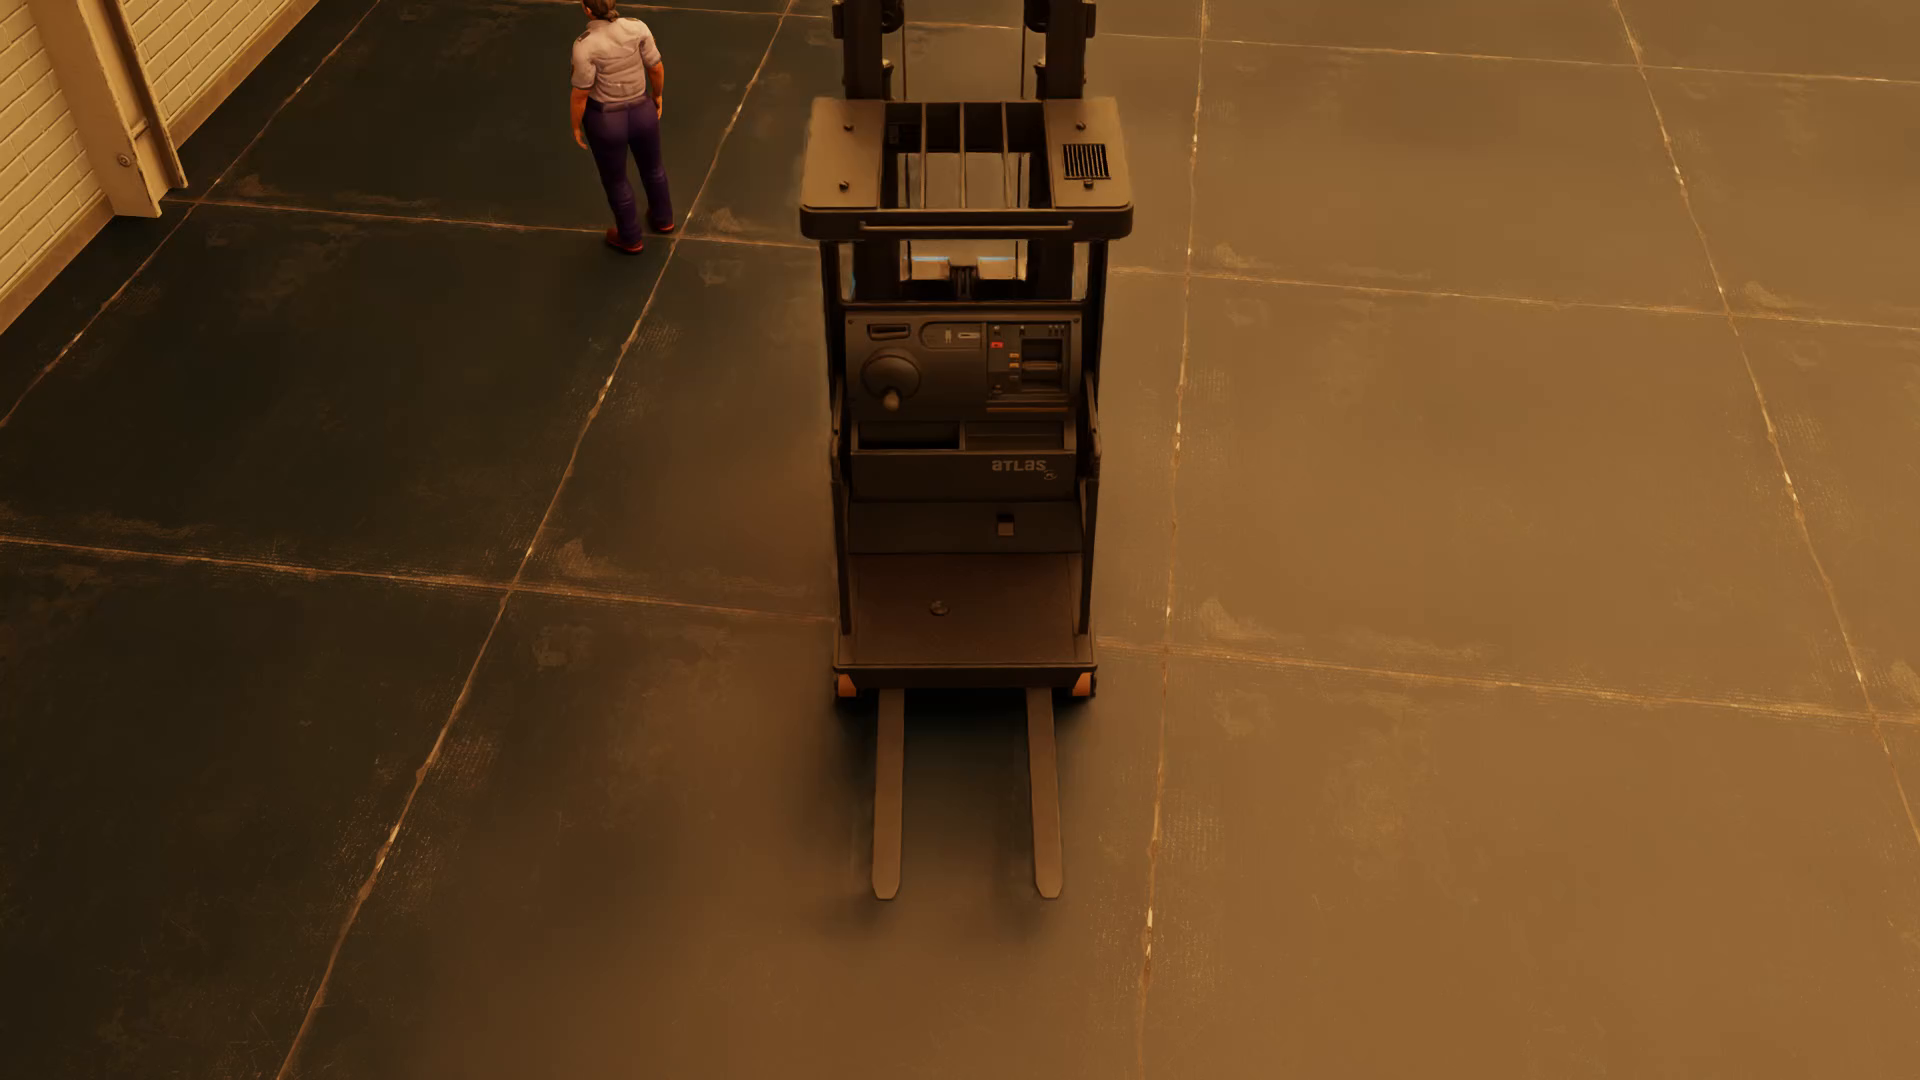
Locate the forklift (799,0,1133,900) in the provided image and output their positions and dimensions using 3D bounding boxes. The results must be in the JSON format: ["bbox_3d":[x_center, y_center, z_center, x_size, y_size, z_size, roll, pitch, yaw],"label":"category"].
[{"bbox_3d":[0.017,-0.618,6.397,1.130,2.935,3.031,0,43,0],"label":"forklift"}]

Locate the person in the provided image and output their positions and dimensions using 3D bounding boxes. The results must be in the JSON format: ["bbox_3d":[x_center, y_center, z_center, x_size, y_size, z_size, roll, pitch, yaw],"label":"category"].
[{"bbox_3d":[-1.916,-2.376,9.252,0.590,1.653,0.495,-25,48,-25],"label":"person"}]
